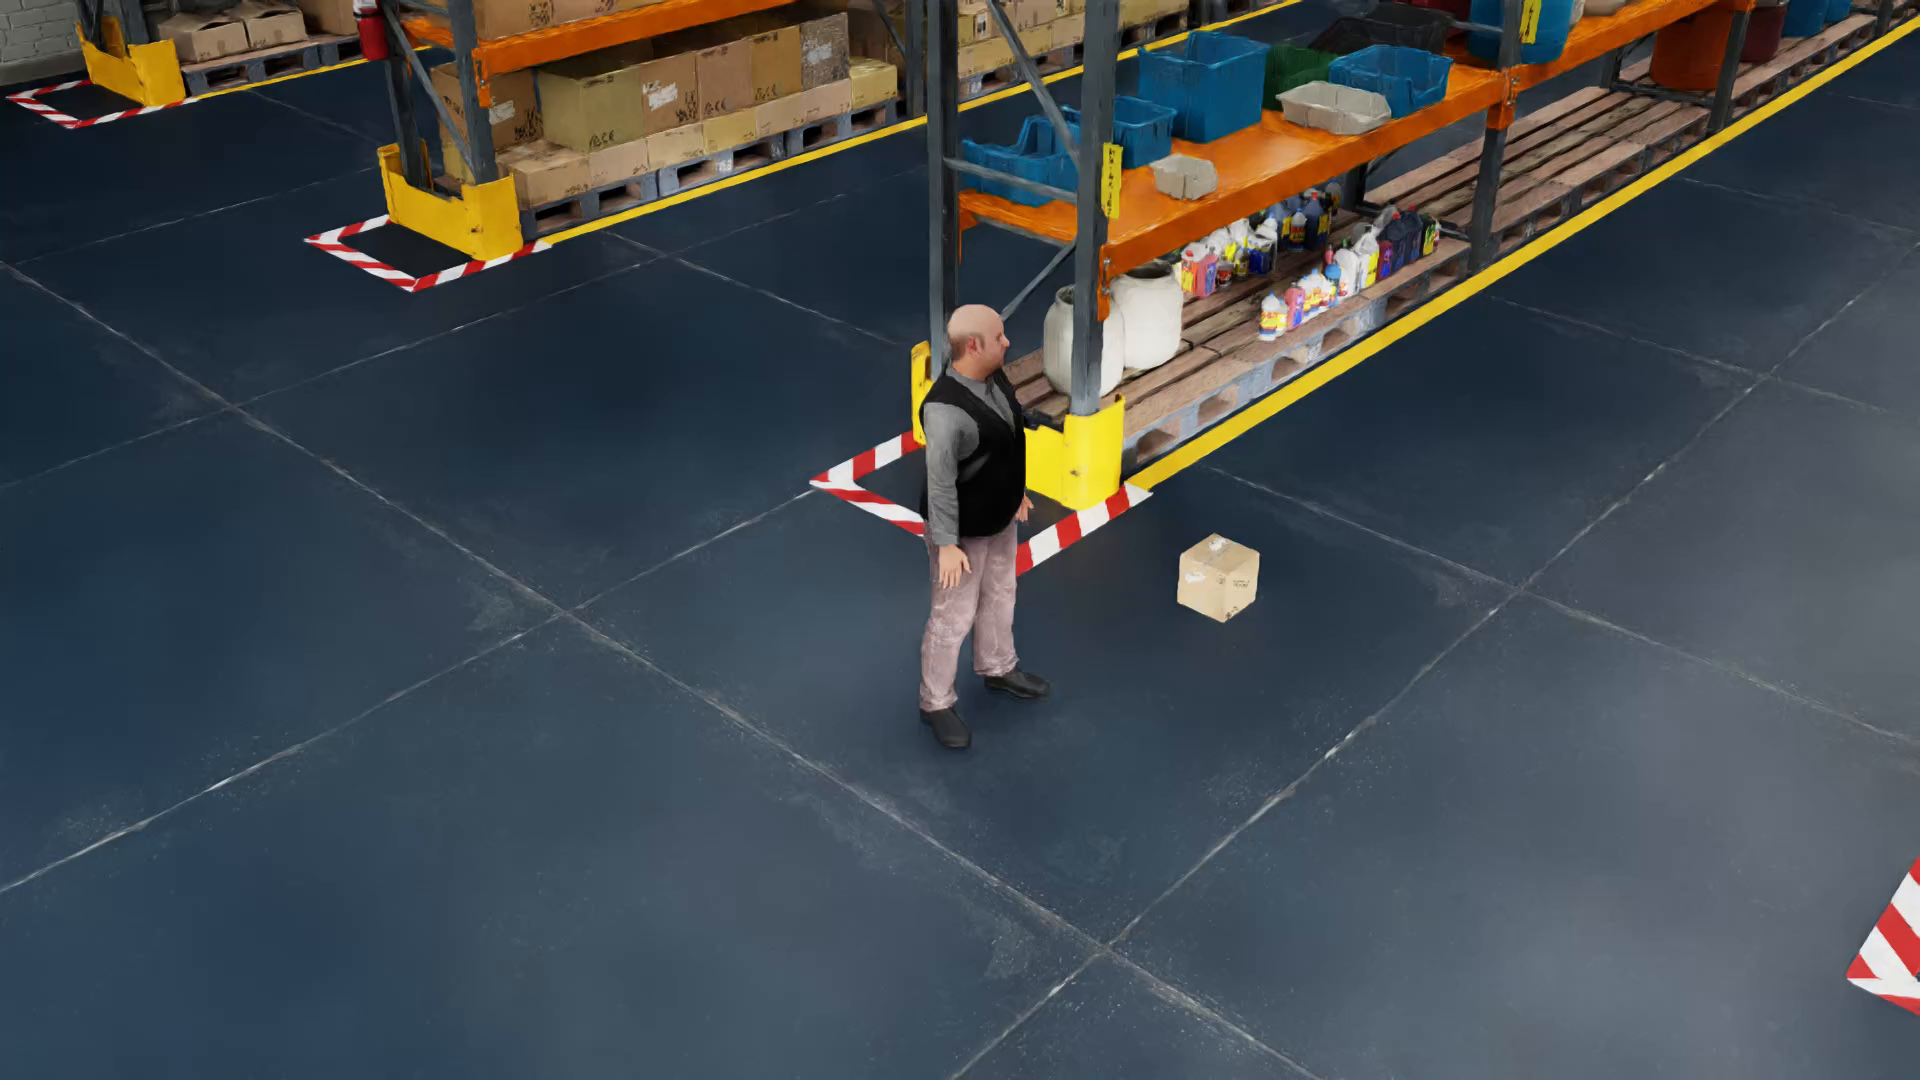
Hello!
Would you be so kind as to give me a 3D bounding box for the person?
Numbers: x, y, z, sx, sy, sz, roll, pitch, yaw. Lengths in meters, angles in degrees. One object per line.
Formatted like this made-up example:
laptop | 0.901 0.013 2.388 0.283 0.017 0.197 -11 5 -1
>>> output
person | 0.091 -0.064 6.210 0.470 1.730 0.588 13 33 20
